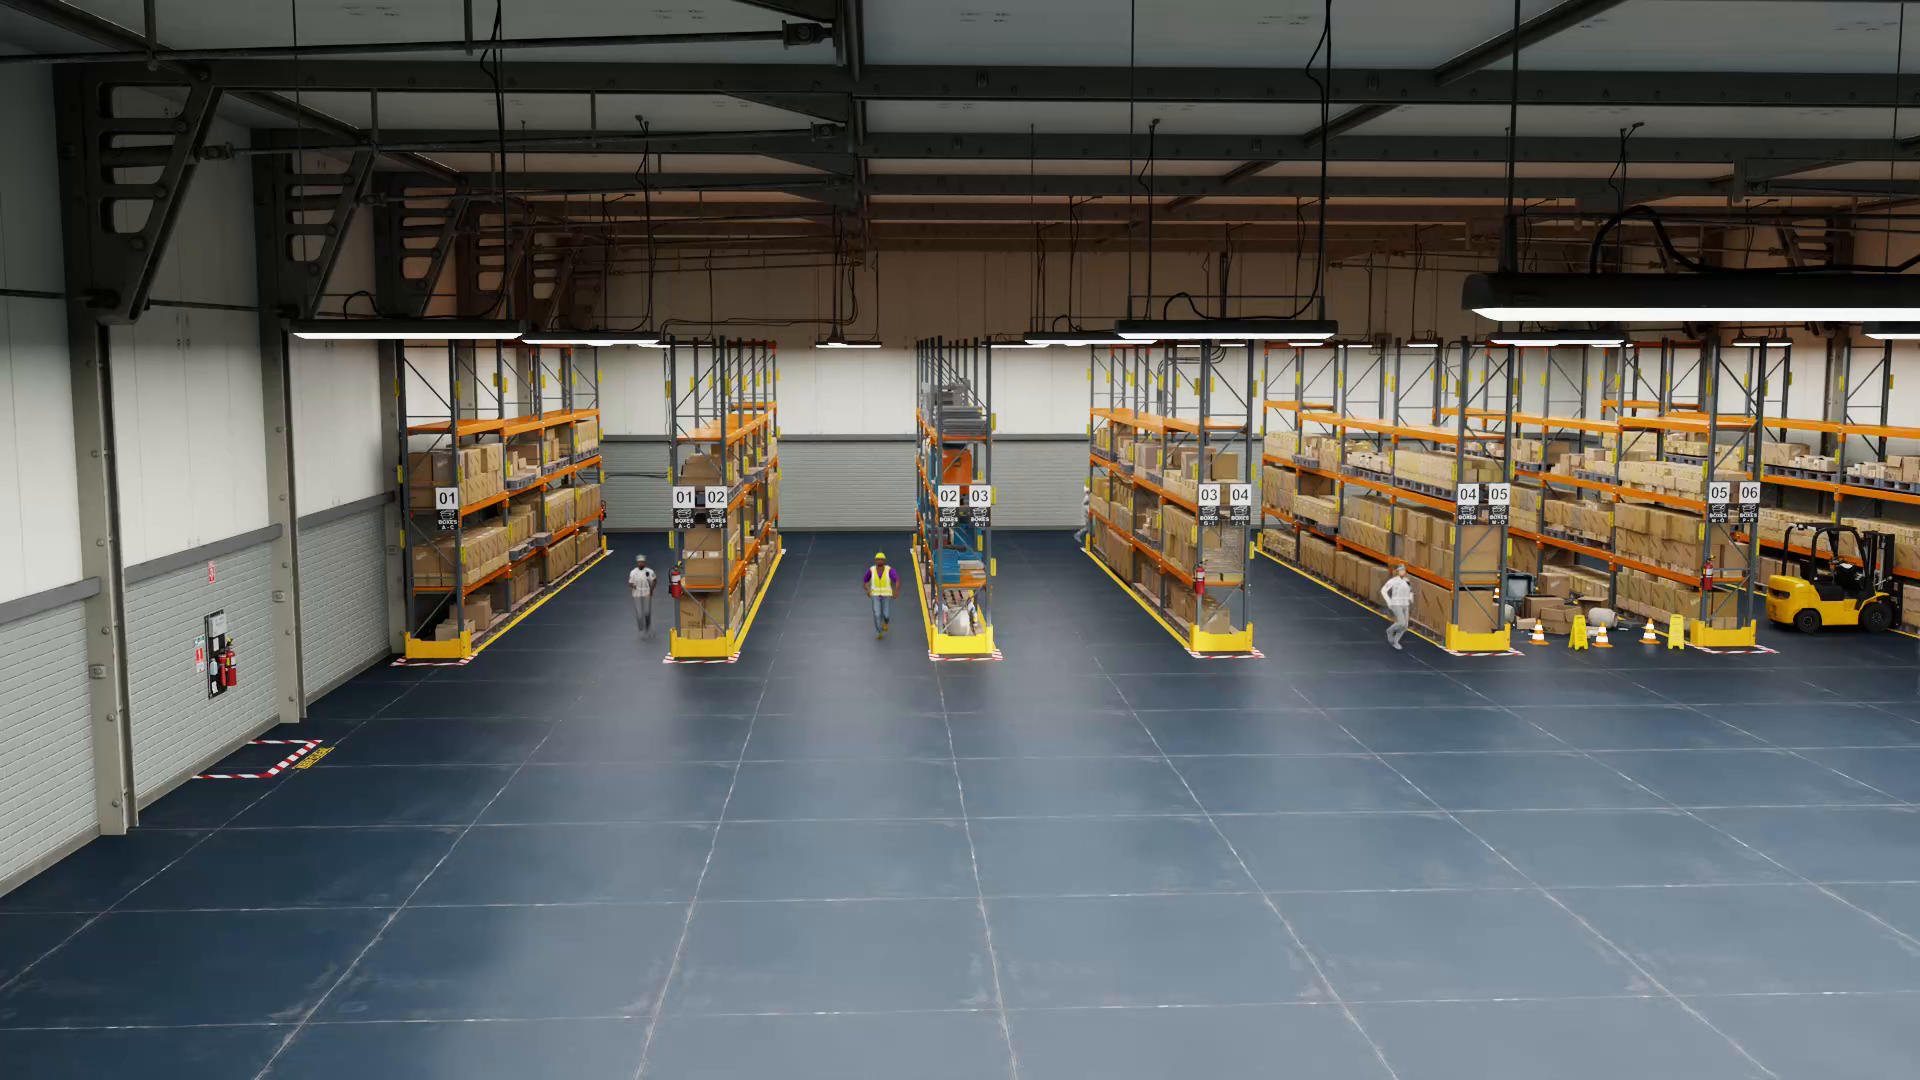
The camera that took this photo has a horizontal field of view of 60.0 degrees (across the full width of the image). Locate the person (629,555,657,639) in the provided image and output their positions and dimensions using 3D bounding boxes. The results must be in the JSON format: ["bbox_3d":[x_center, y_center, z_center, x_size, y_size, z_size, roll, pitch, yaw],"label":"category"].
[{"bbox_3d":[-6.324,1.134,33.131,0.542,1.690,0.671,-1,7,-6],"label":"person"}]

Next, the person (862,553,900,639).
[{"bbox_3d":[-1.580,1.099,33.209,0.747,1.722,0.616,0,6,-3],"label":"person"}]

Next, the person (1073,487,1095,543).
[{"bbox_3d":[3.803,-0.717,48.803,0.966,1.752,0.660,1,7,7],"label":"person"}]

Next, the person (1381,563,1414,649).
[{"bbox_3d":[8.498,1.272,32.036,0.614,1.661,0.537,-3,7,-22],"label":"person"}]
